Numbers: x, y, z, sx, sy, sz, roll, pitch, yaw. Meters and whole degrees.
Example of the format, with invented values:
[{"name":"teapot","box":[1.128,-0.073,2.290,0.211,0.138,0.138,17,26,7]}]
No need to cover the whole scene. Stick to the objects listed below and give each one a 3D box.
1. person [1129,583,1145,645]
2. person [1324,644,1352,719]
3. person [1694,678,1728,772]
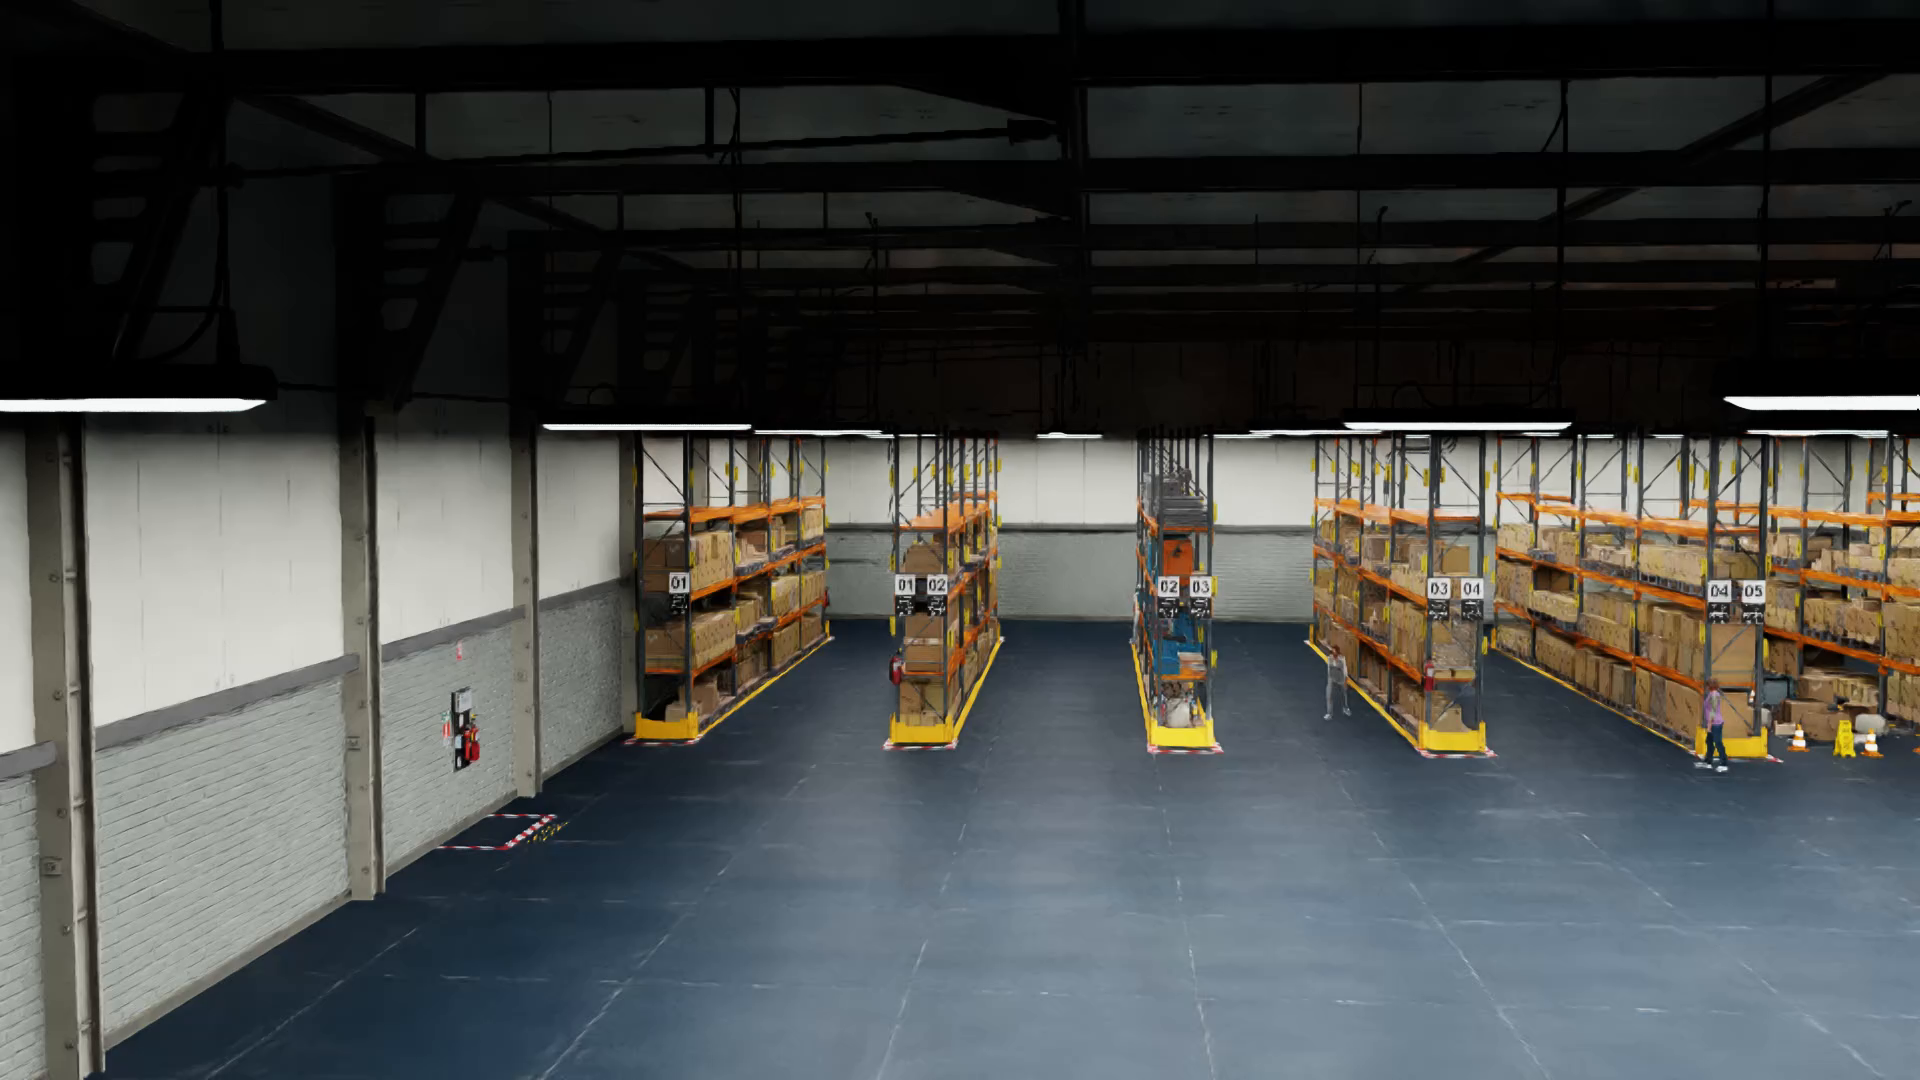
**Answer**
[{"name":"person","box":[5.050,2.026,45.994,0.615,1.733,0.978,2,4,26]},{"name":"person","box":[7.778,2.895,34.209,0.461,1.522,0.867,2,4,27]},{"name":"person","box":[13.026,3.200,28.802,0.527,1.546,0.547,1,4,20]}]
